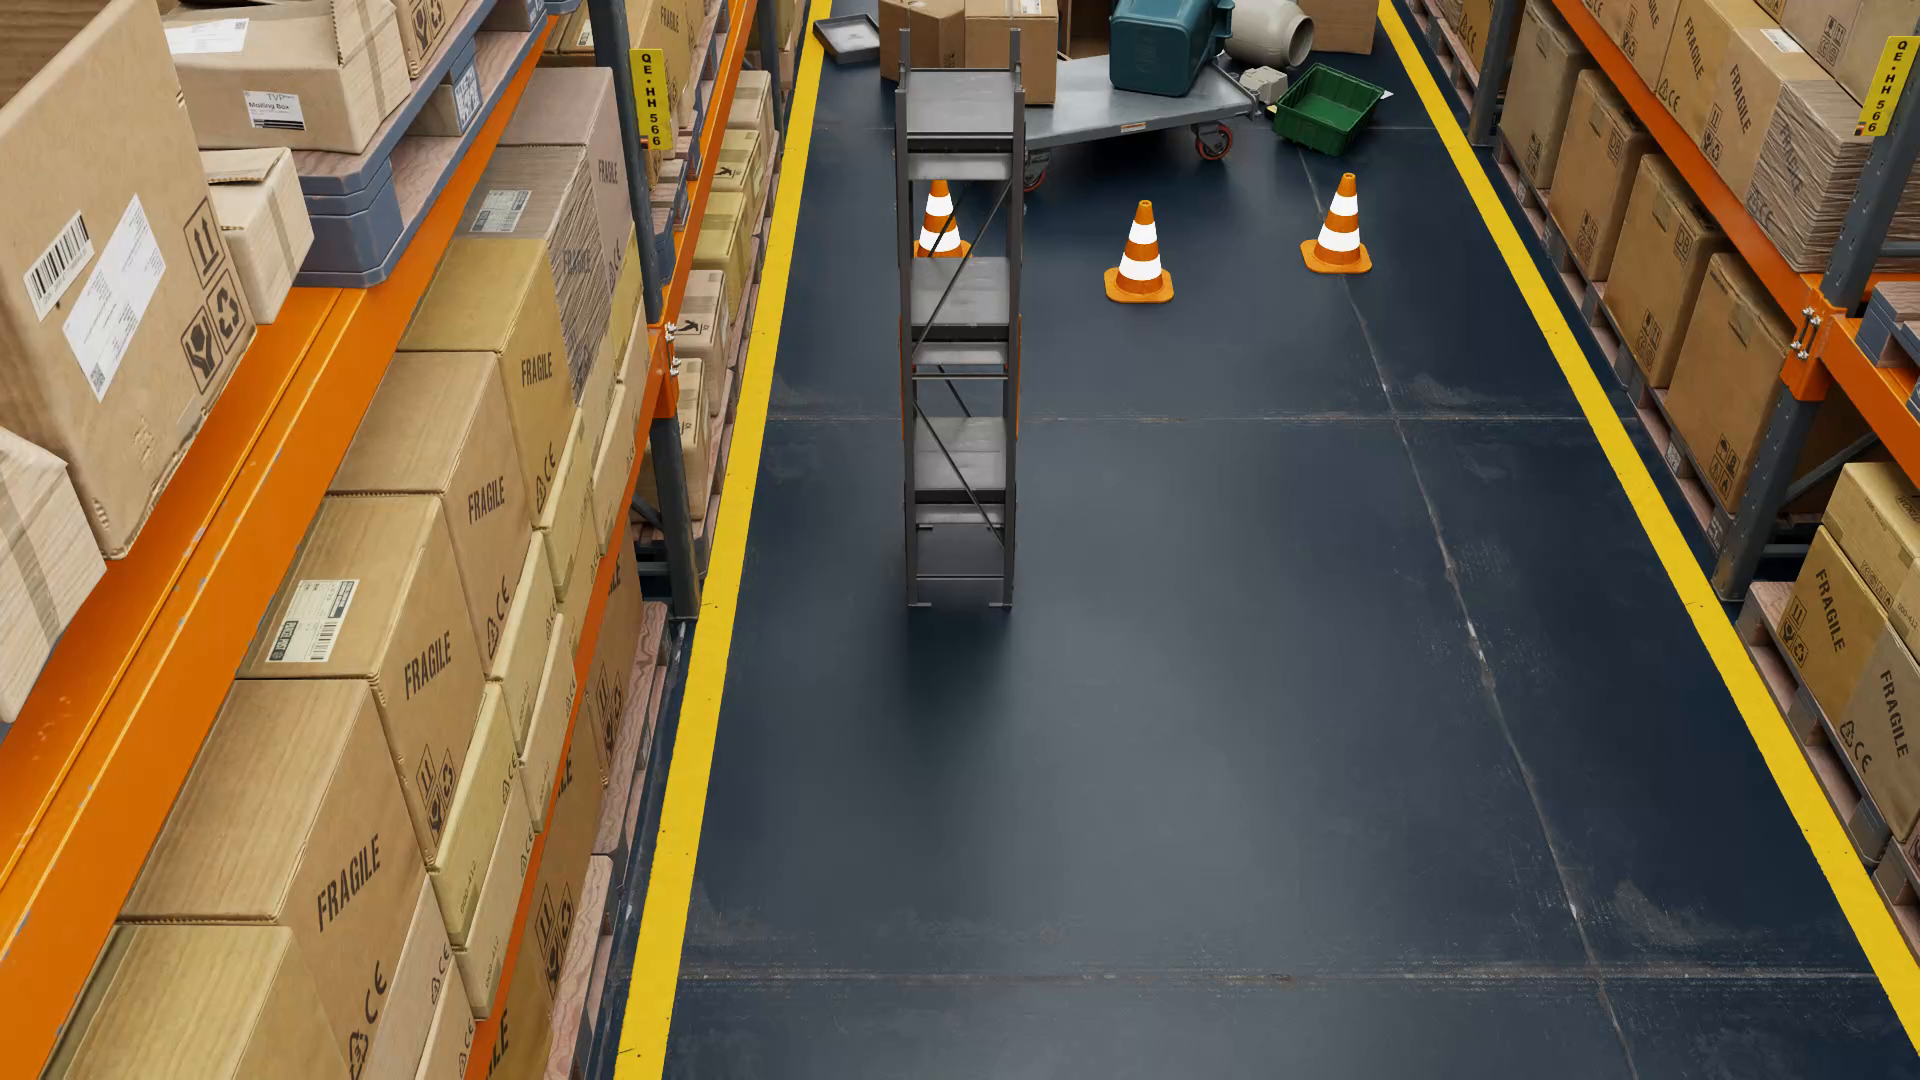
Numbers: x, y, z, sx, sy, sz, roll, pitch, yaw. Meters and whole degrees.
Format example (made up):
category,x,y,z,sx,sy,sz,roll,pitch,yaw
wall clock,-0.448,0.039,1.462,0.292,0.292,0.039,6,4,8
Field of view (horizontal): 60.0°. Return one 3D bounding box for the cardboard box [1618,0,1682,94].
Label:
category,x,y,z,sx,sy,sz,roll,pitch,yaw
cardboard box,3.174,-2.230,7.054,0.500,0.500,0.500,1,39,1

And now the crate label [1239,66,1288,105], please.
category,x,y,z,sx,sy,sz,roll,pitch,yaw
crate label,1.840,-2.765,10.091,0.298,0.136,0.250,-28,46,-30

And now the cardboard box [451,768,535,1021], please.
category,x,y,z,sx,sy,sz,roll,pitch,yaw
cardboard box,-1.221,0.743,3.544,0.500,0.250,0.500,0,39,0

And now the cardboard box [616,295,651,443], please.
category,x,y,z,sx,sy,sz,roll,pitch,yaw
cardboard box,-1.242,-0.523,5.124,0.500,0.250,0.500,-1,39,-2

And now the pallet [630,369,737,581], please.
category,x,y,z,sx,sy,sz,roll,pitch,yaw
pallet,-1.502,-0.298,6.953,1.003,0.211,1.213,0,39,0

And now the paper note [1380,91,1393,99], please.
category,x,y,z,sx,sy,sz,roll,pitch,yaw
paper note,2.537,-2.727,10.128,0.147,0.020,0.142,-28,46,-30

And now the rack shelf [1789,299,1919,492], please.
category,x,y,z,sx,sy,sz,roll,pitch,yaw
rack shelf,3.450,0.567,4.219,1.077,0.370,4.000,0,39,0

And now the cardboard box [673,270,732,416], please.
category,x,y,z,sx,sy,sz,roll,pitch,yaw
cardboard box,-1.502,-0.851,7.178,0.950,0.372,0.625,-1,39,-1

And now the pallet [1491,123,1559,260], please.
category,x,y,z,sx,sy,sz,roll,pitch,yaw
pallet,3.519,-1.895,8.946,1.003,0.211,1.213,0,39,0

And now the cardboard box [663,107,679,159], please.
category,x,y,z,sx,sy,sz,roll,pitch,yaw
cardboard box,-1.238,-1.515,6.106,0.380,0.149,0.250,-2,39,-3

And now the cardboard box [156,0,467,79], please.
category,x,y,z,sx,sy,sz,roll,pitch,yaw
cardboard box,-1.210,-1.169,2.995,0.500,0.500,0.500,0,39,0

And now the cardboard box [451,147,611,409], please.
category,x,y,z,sx,sy,sz,roll,pitch,yaw
cardboard box,-1.231,-0.683,4.324,0.500,0.500,0.500,1,39,1

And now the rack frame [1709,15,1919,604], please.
category,x,y,z,sx,sy,sz,roll,pitch,yaw
rack frame,3.448,-0.964,5.554,1.000,3.000,0.127,0,39,0

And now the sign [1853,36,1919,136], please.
category,x,y,z,sx,sy,sz,roll,pitch,yaw
sign,2.892,-1.413,5.189,0.100,0.325,0.005,0,39,0

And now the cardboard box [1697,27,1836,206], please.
category,x,y,z,sx,sy,sz,roll,pitch,yaw
cardboard box,3.179,-1.596,6.264,0.500,0.500,0.500,0,39,0

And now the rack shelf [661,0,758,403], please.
category,x,y,z,sx,sy,sz,roll,pitch,yaw
rack shelf,-1.505,-1.867,7.257,1.077,0.370,4.000,0,39,0

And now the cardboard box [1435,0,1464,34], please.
category,x,y,z,sx,sy,sz,roll,pitch,yaw
cardboard box,3.507,-3.757,10.403,0.875,0.875,0.875,0,39,0

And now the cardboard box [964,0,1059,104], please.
category,x,y,z,sx,sy,sz,roll,pitch,yaw
cardboard box,0.273,-2.739,9.162,0.500,0.500,0.500,0,39,0

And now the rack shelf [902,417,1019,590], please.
category,x,y,z,sx,sy,sz,roll,pitch,yaw
rack shelf,0.000,-0.159,6.410,0.431,0.518,0.480,0,39,0

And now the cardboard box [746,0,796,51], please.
category,x,y,z,sx,sy,sz,roll,pitch,yaw
cardboard box,-1.238,-3.151,9.547,0.500,0.500,0.500,2,39,2

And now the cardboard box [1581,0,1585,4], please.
category,x,y,z,sx,sy,sz,roll,pitch,yaw
cardboard box,3.176,-2.860,7.840,0.500,0.500,0.500,0,39,0

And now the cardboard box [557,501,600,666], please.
category,x,y,z,sx,sy,sz,roll,pitch,yaw
cardboard box,-1.241,0.112,4.332,0.500,0.250,0.500,0,39,-1

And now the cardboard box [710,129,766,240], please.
category,x,y,z,sx,sy,sz,roll,pitch,yaw
cardboard box,-1.500,-1.760,8.313,0.950,0.372,0.625,2,39,3

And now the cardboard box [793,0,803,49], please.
category,x,y,z,sx,sy,sz,roll,pitch,yaw
cardboard box,-1.250,-3.193,10.198,0.500,0.250,0.500,2,39,3

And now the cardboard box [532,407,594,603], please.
category,x,y,z,sx,sy,sz,roll,pitch,yaw
cardboard box,-1.222,-0.090,4.184,0.500,0.250,0.500,-1,39,-1

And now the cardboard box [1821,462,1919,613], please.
category,x,y,z,sx,sy,sz,roll,pitch,yaw
cardboard box,3.206,-0.014,5.432,0.500,0.250,0.500,-2,39,-2

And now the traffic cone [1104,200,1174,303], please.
category,x,y,z,sx,sy,sz,roll,pitch,yaw
traffic cone,0.895,-1.454,8.194,0.336,0.463,0.334,0,39,0

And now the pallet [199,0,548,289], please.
category,x,y,z,sx,sy,sz,roll,pitch,yaw
pallet,-1.444,-0.892,3.217,1.003,0.211,1.213,2,39,2

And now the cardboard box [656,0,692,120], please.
category,x,y,z,sx,sy,sz,roll,pitch,yaw
cardboard box,-1.279,-1.824,5.973,0.500,0.500,0.500,2,39,2

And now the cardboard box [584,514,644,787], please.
category,x,y,z,sx,sy,sz,roll,pitch,yaw
cardboard box,-1.585,0.200,5.465,0.875,0.875,0.875,0,39,0

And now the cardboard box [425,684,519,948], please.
category,x,y,z,sx,sy,sz,roll,pitch,yaw
cardboard box,-1.219,0.551,3.384,0.500,0.250,0.500,0,39,1

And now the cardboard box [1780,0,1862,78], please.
category,x,y,z,sx,sy,sz,roll,pitch,yaw
cardboard box,3.455,-1.990,5.955,0.700,0.500,0.500,-1,39,-1

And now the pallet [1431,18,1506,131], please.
category,x,y,z,sx,sy,sz,roll,pitch,yaw
pallet,3.520,-2.853,10.141,1.003,0.211,1.213,0,39,0

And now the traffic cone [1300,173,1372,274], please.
category,x,y,z,sx,sy,sz,roll,pitch,yaw
traffic cone,1.934,-1.636,8.421,0.336,0.463,0.334,0,39,0

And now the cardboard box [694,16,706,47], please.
category,x,y,z,sx,sy,sz,roll,pitch,yaw
cardboard box,-1.270,-2.177,6.933,0.380,0.149,0.250,1,39,1

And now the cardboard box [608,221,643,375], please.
category,x,y,z,sx,sy,sz,roll,pitch,yaw
cardboard box,-1.248,-0.731,4.984,0.500,0.250,0.500,0,39,0

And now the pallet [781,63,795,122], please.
category,x,y,z,sx,sy,sz,roll,pitch,yaw
pallet,-1.543,-2.731,9.989,1.003,0.211,1.213,0,39,0

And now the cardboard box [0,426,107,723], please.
category,x,y,z,sx,sy,sz,roll,pitch,yaw
cardboard box,-1.148,0.009,1.713,0.396,0.266,0.258,0,39,0

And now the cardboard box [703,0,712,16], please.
category,x,y,z,sx,sy,sz,roll,pitch,yaw
cardboard box,-1.279,-2.469,6.778,0.500,0.500,0.500,-1,39,-2

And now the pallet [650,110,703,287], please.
category,x,y,z,sx,sy,sz,roll,pitch,yaw
pallet,-1.610,-1.268,6.087,1.213,0.211,1.003,0,39,0

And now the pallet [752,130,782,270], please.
category,x,y,z,sx,sy,sz,roll,pitch,yaw
pallet,-1.505,-1.824,8.857,1.003,0.211,1.213,0,39,0

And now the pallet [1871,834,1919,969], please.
category,x,y,z,sx,sy,sz,roll,pitch,yaw
pallet,3.445,1.374,4.867,1.003,0.211,1.213,0,39,0

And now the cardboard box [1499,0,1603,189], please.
category,x,y,z,sx,sy,sz,roll,pitch,yaw
cardboard box,3.534,-2.363,8.764,1.050,0.750,0.750,0,39,0

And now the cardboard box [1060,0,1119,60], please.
category,x,y,z,sx,sy,sz,roll,pitch,yaw
cardboard box,1.031,-3.298,10.354,0.797,0.637,0.503,0,39,0

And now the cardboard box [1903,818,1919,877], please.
category,x,y,z,sx,sy,sz,roll,pitch,yaw
cardboard box,3.203,0.925,4.860,0.500,0.500,0.500,-1,39,-1

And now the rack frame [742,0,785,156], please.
category,x,y,z,sx,sy,sz,roll,pitch,yaw
rack frame,-1.507,-3.399,8.592,1.000,3.000,0.127,0,39,0

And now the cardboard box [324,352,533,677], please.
category,x,y,z,sx,sy,sz,roll,pitch,yaw
cardboard box,-1.244,-0.056,3.541,0.500,0.500,0.500,-1,39,-1

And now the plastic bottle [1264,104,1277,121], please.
category,x,y,z,sx,sy,sz,roll,pitch,yaw
plastic bottle,1.933,-2.490,9.809,0.133,0.061,0.283,-20,43,-23

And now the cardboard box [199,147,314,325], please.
category,x,y,z,sx,sy,sz,roll,pitch,yaw
cardboard box,-1.149,-0.431,2.341,0.380,0.166,0.250,-3,39,-3

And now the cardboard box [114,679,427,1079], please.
category,x,y,z,sx,sy,sz,roll,pitch,yaw
cardboard box,-1.239,0.581,2.746,0.500,0.500,0.500,0,39,0

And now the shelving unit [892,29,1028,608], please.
category,x,y,z,sx,sy,sz,roll,pitch,yaw
shelving unit,0.000,-0.716,5.964,0.431,2.100,0.503,0,39,0

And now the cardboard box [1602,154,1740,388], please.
category,x,y,z,sx,sy,sz,roll,pitch,yaw
cardboard box,3.532,-1.178,7.284,1.050,0.750,0.750,1,39,1

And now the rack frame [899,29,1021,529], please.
category,x,y,z,sx,sy,sz,roll,pitch,yaw
rack frame,0.000,-0.868,6.155,0.400,2.100,0.015,0,39,0

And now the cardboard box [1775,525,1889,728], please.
category,x,y,z,sx,sy,sz,roll,pitch,yaw
cardboard box,3.193,0.290,5.653,0.500,0.500,0.500,-2,39,-2

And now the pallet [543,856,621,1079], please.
category,x,y,z,sx,sy,sz,roll,pitch,yaw
pallet,-1.578,1.445,4.778,1.003,0.211,1.213,0,39,0

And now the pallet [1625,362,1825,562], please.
category,x,y,z,sx,sy,sz,roll,pitch,yaw
pallet,3.522,-0.369,7.042,1.003,0.211,1.213,0,39,0

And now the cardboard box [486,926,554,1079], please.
category,x,y,z,sx,sy,sz,roll,pitch,yaw
cardboard box,-1.587,1.317,4.071,0.875,0.875,0.875,1,39,1

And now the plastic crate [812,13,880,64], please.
category,x,y,z,sx,sy,sz,roll,pitch,yaw
plastic crate,-0.689,-3.242,10.731,0.402,0.080,0.583,-13,40,-16

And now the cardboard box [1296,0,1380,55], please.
category,x,y,z,sx,sy,sz,roll,pitch,yaw
cardboard box,2.415,-3.461,10.667,0.500,0.500,0.500,6,39,8
